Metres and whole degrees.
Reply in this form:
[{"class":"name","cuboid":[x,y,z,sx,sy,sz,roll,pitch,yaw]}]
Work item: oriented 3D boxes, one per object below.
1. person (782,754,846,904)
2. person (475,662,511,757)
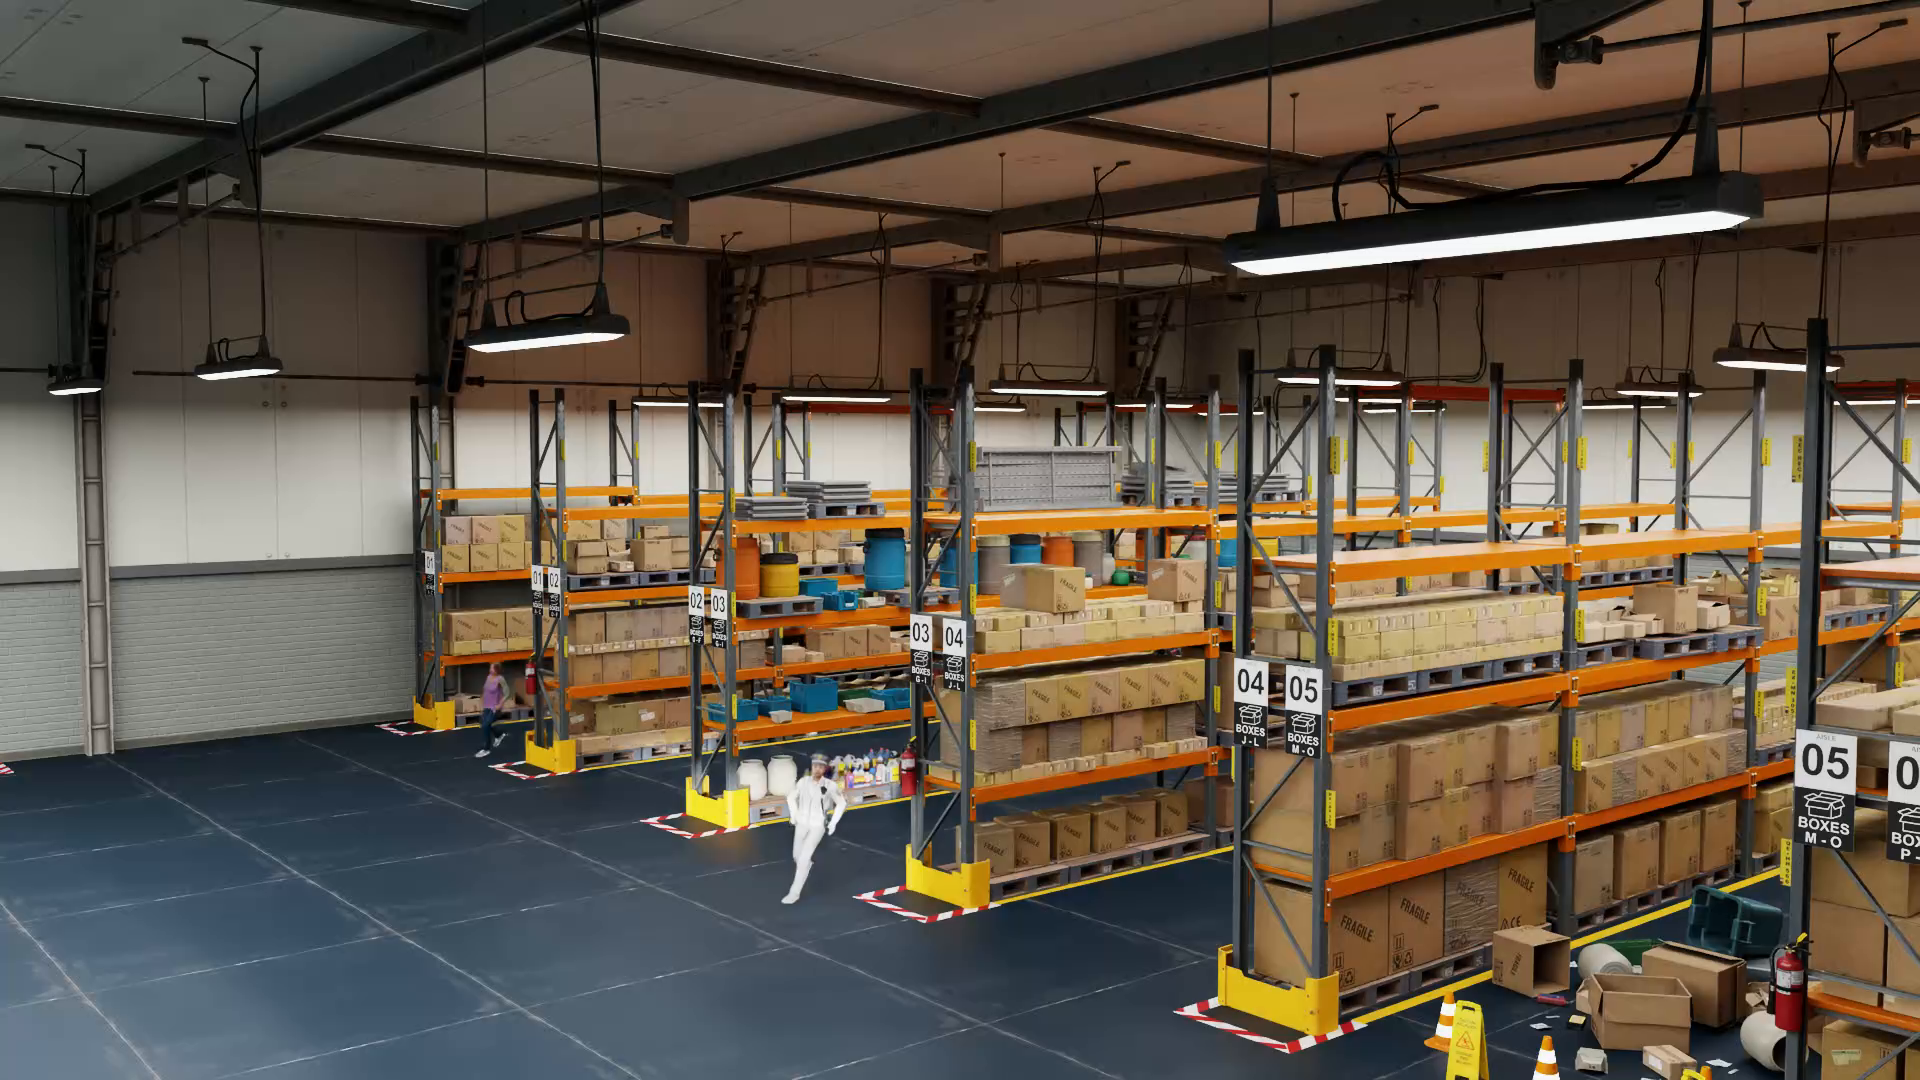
[{"class":"person","cuboid":[-1.650,3.228,18.830,0.675,1.641,0.820,1,3,15]},{"class":"person","cuboid":[-7.639,2.776,27.440,0.586,1.565,0.638,2,4,31]}]
